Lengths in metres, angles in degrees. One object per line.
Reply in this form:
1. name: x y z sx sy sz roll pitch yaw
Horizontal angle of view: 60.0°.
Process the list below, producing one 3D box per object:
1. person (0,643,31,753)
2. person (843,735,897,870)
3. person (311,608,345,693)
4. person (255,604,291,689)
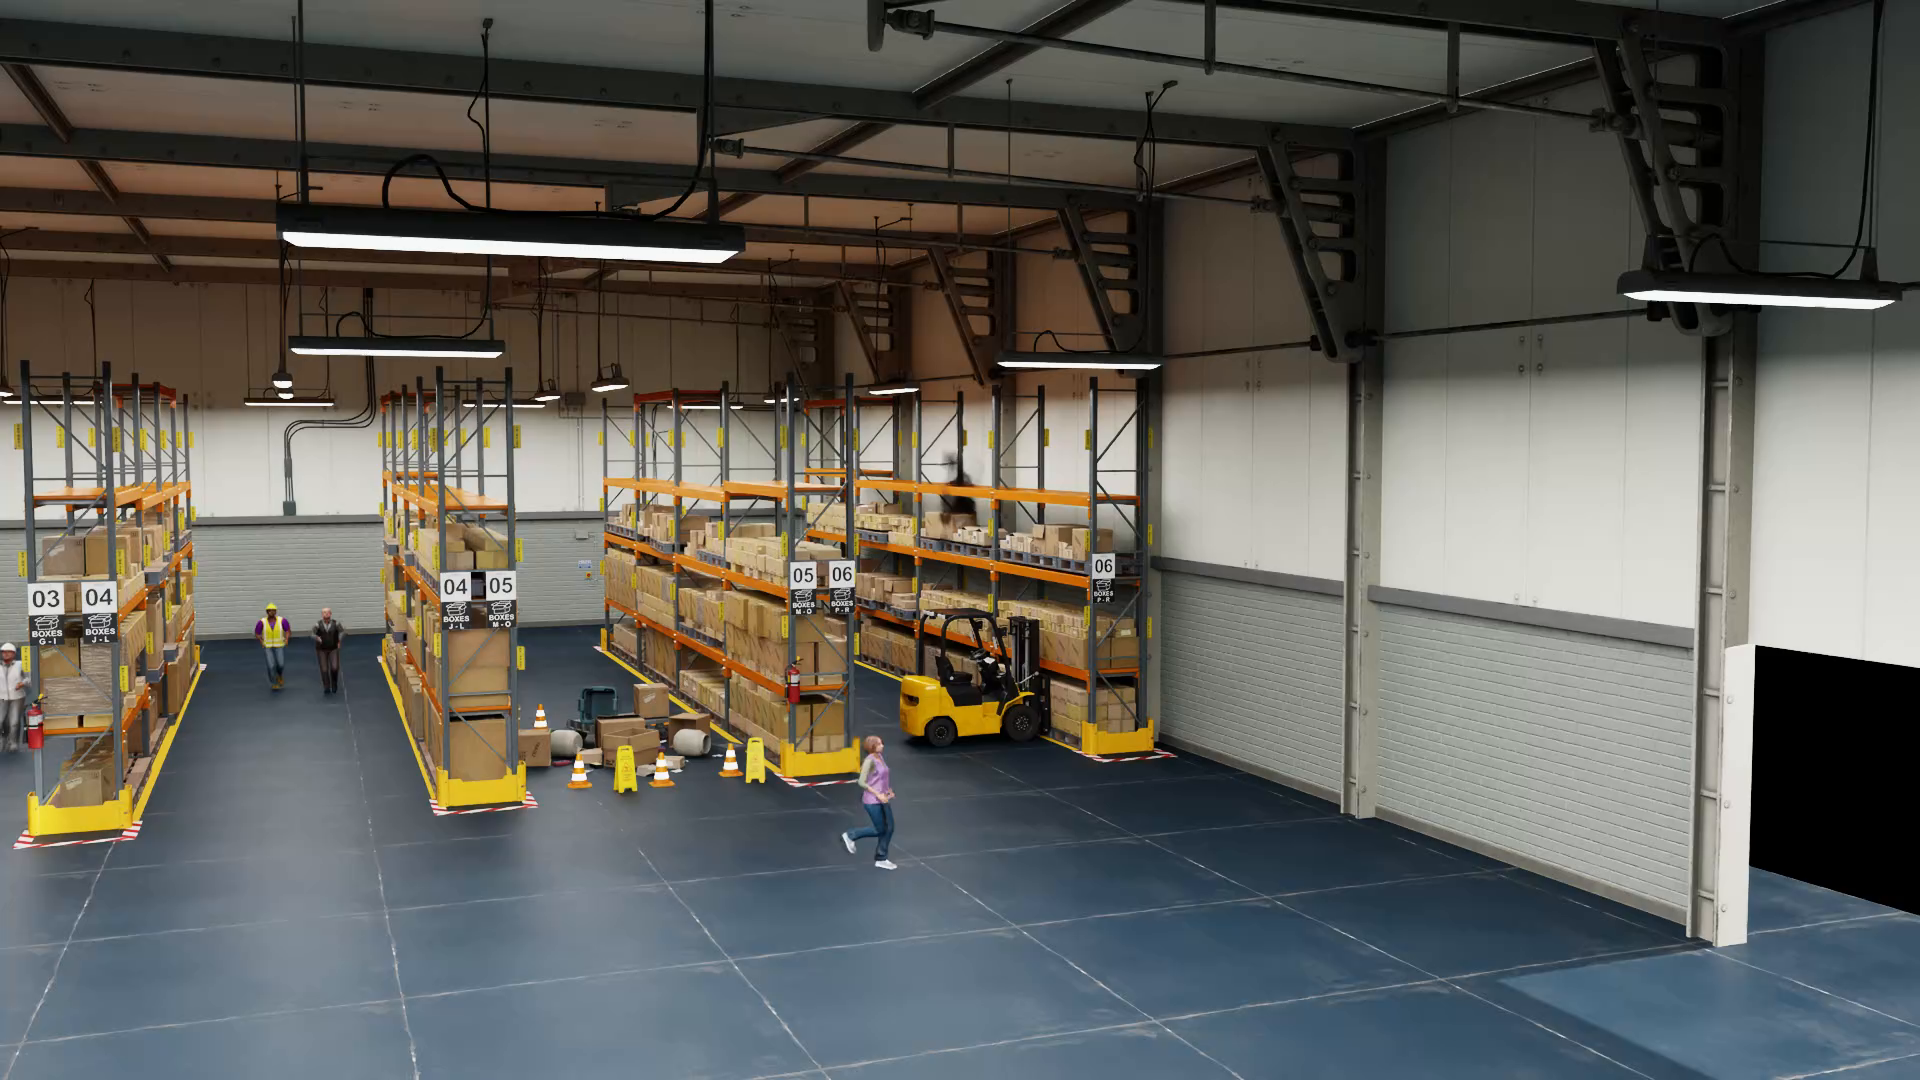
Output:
1. person: -15.174 2.525 26.556 0.661 1.759 0.677 -2 4 -25
2. person: -1.036 3.101 19.475 0.657 1.477 0.546 1 4 20
3. person: -12.421 2.184 32.699 0.646 1.692 0.610 -1 4 -21
4. person: -13.716 2.136 33.222 0.674 1.721 0.569 -2 4 -24
